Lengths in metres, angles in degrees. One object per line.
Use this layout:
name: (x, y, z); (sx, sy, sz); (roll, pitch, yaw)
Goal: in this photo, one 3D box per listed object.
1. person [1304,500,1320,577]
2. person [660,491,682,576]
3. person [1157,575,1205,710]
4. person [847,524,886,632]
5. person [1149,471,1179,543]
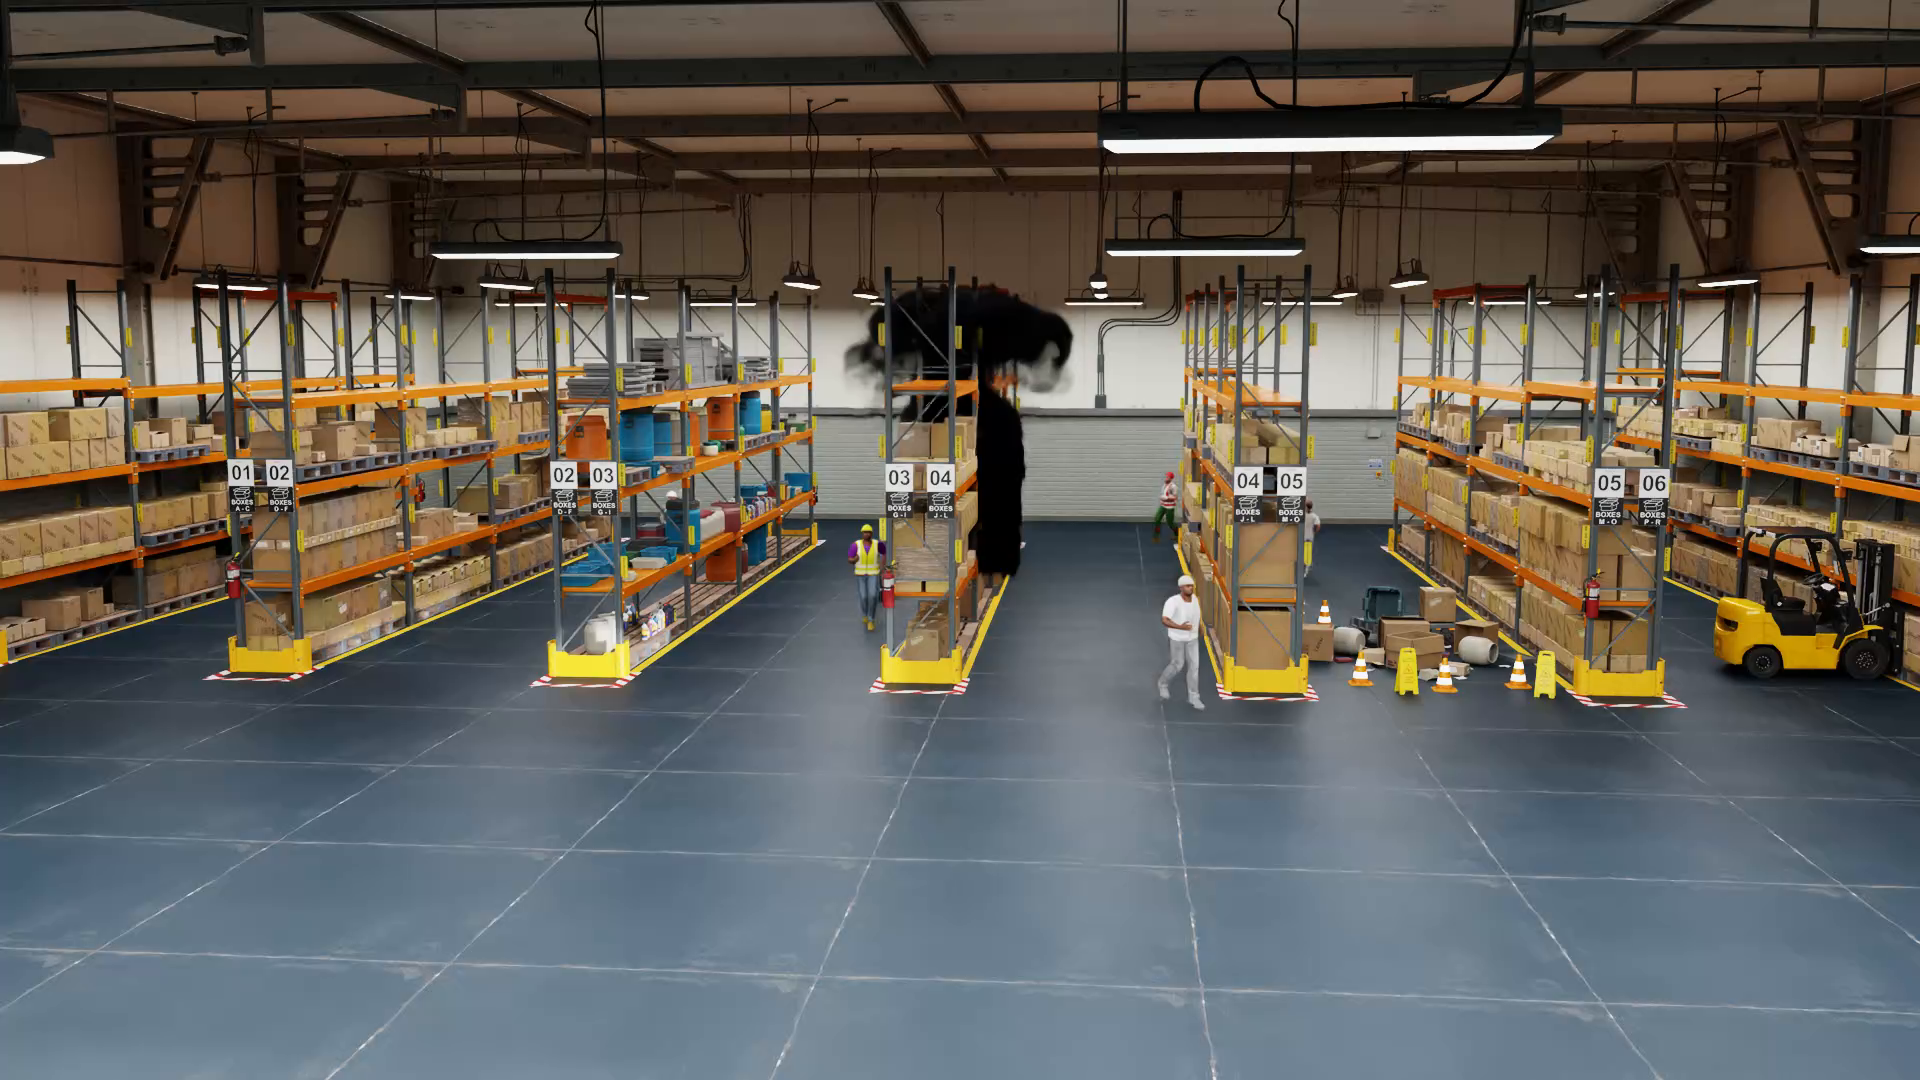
person: (7.241, -0.017, 34.757); (0.569, 1.637, 0.553); (0, 7, -1)
person: (-6.084, -0.155, 35.336); (0.679, 1.813, 0.850); (1, 7, 8)
person: (3.049, 1.370, 22.743); (0.724, 1.804, 0.855); (-4, 8, -30)
person: (-1.603, 0.636, 28.728); (0.677, 1.822, 0.738); (0, 7, 2)
person: (5.124, -0.776, 40.557); (0.815, 1.819, 0.697); (-4, 8, -28)
